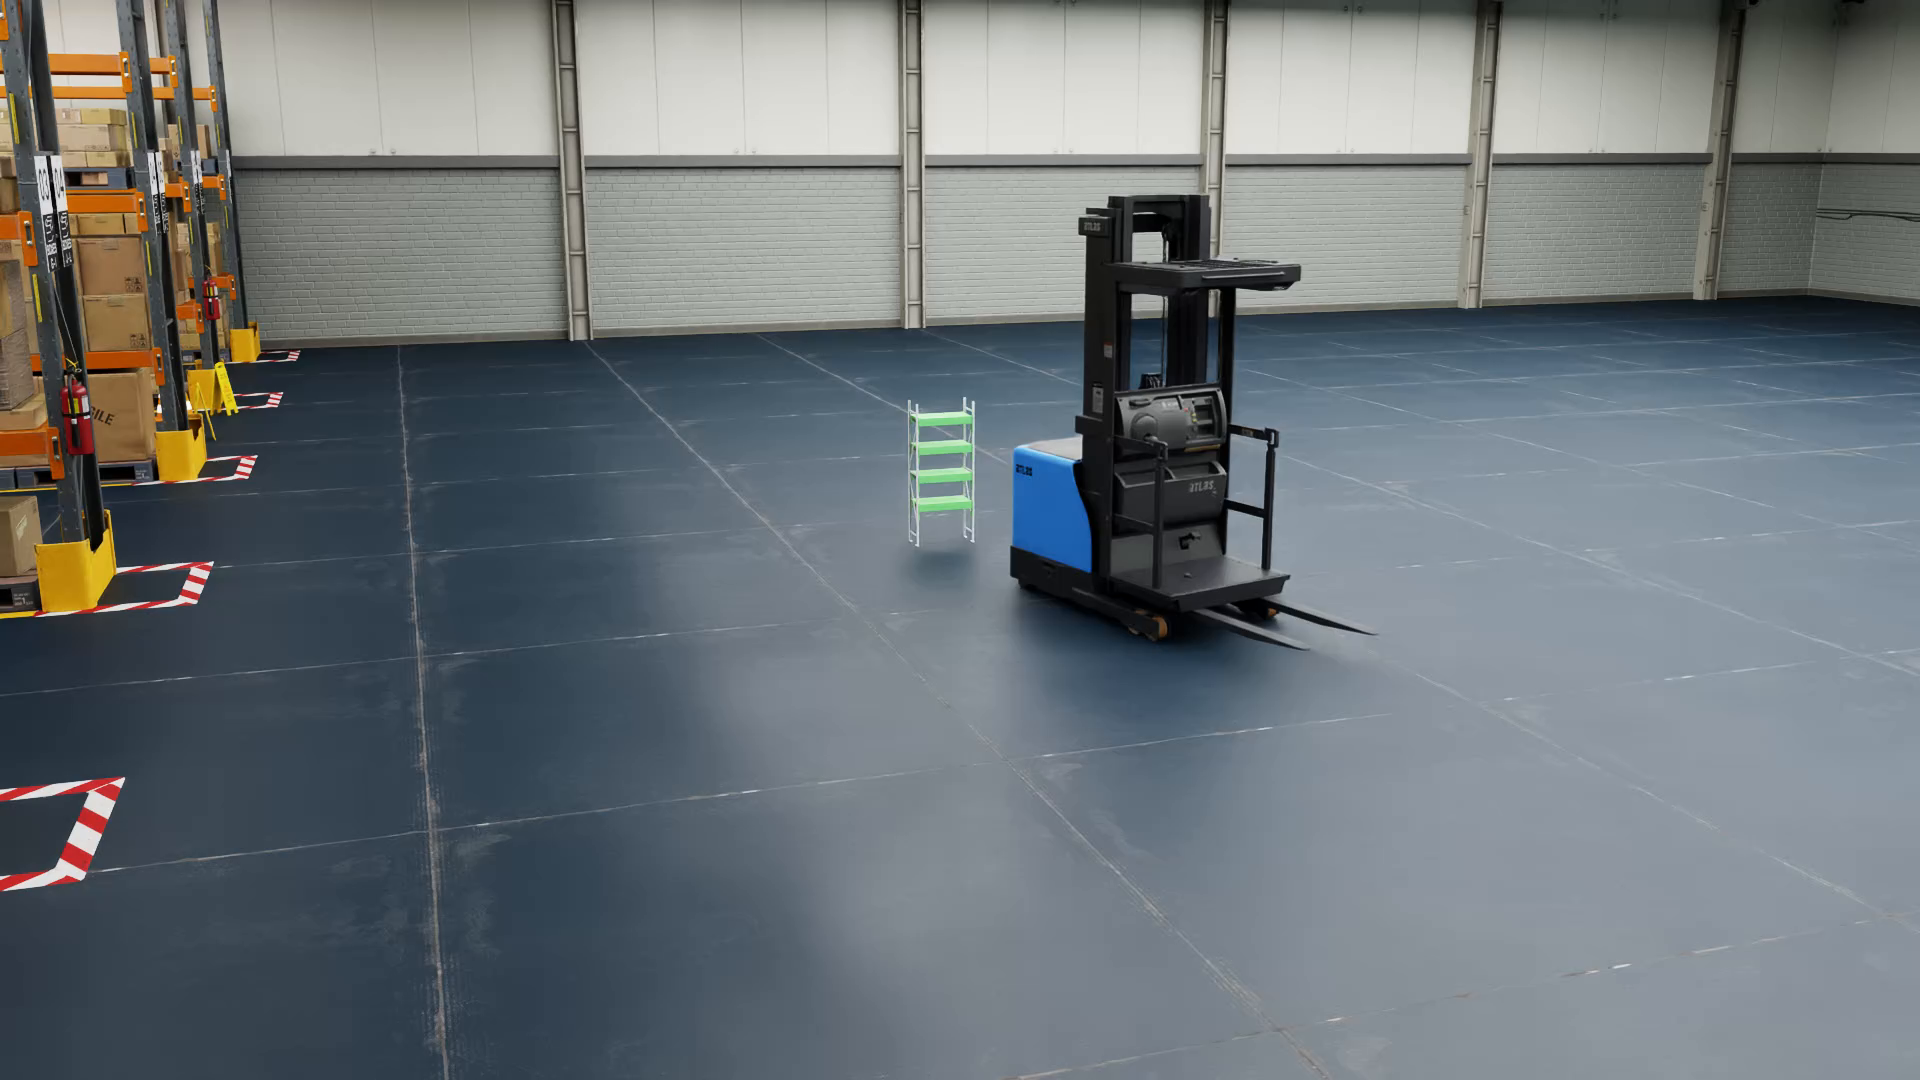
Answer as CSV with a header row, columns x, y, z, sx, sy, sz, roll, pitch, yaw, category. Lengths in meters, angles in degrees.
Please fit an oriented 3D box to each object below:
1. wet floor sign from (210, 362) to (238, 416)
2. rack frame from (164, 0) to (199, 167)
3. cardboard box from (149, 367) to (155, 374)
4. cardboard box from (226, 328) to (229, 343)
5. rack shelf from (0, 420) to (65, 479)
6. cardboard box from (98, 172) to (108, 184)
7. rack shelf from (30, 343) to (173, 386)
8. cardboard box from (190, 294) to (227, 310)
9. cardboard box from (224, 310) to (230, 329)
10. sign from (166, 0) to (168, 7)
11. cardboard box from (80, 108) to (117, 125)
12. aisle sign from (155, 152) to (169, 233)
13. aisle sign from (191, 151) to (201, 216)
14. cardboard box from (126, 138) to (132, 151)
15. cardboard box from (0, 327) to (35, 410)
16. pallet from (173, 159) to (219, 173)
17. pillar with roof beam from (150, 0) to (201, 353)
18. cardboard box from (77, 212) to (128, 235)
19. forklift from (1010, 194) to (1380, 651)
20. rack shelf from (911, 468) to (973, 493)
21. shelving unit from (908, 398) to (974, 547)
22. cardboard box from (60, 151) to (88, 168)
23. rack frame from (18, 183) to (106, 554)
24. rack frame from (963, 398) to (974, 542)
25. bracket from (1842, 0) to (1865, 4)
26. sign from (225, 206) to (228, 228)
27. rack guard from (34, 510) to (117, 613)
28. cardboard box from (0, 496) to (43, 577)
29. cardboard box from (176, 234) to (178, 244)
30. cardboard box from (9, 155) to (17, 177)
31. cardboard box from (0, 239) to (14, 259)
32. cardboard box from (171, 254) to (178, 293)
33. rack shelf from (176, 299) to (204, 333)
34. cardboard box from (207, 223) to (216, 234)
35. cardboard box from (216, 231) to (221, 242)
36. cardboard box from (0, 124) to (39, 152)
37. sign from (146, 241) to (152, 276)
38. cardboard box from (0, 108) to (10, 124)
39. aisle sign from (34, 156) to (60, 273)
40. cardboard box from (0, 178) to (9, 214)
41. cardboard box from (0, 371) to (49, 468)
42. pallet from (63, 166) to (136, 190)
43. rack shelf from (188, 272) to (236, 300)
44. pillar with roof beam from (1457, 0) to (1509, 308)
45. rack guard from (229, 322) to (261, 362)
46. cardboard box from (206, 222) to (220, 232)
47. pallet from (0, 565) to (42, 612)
x,y,z,sx,sy,sz,roll,pitch,yaw,category
-9.182,-1.886,20.679,0.232,0.644,0.267,0,13,1,wet floor sign
-9.704,-6.171,20.640,0.127,3.000,1.000,-4,14,-18,rack frame
-10.380,-2.368,21.028,0.500,0.500,0.500,-4,14,-18,cardboard box
-11.818,-3.214,26.208,0.500,0.250,0.500,-4,14,-18,cardboard box
-8.439,-0.581,11.660,4.000,0.370,1.077,-4,14,-18,rack shelf
-10.441,-4.464,20.489,0.250,0.149,0.380,-4,14,-16,cardboard box
-9.925,-1.677,16.264,4.000,0.370,1.077,-4,14,-18,rack shelf
-11.806,-3.700,26.089,0.500,0.250,0.500,-5,14,-19,cardboard box
-11.802,-3.462,26.167,0.500,0.250,0.500,-4,14,-17,cardboard box
-9.546,-6.579,19.996,0.005,0.325,0.100,-4,14,-18,sign
-8.240,-4.053,15.914,0.250,0.149,0.380,-4,14,-18,cardboard box
-8.058,-3.510,16.800,0.004,0.787,0.394,-4,14,-18,aisle sign
-9.553,-4.458,20.786,0.004,0.787,0.394,-4,14,-18,aisle sign
-10.187,-4.877,20.502,0.250,0.149,0.380,-4,14,-17,cardboard box
-7.073,-1.238,12.006,0.500,0.500,0.875,-4,14,-18,cardboard box
-11.969,-5.711,25.378,1.213,0.211,1.003,-4,14,-18,pallet
-10.865,-6.462,21.861,0.400,9.000,9.100,-4,14,-18,pillar with roof beam
-10.600,-3.811,20.663,0.500,0.500,0.700,-4,14,-18,cardboard box
1.600,-0.865,11.444,1.130,2.935,3.031,-8,16,-32,forklift
-0.157,-0.509,13.967,0.480,0.148,0.258,-4,14,-18,rack shelf
-0.157,-0.571,13.953,0.503,1.200,0.258,-4,14,-18,shelving unit
-8.475,-3.647,15.930,0.250,0.149,0.380,-4,14,-18,cardboard box
-6.543,-1.079,12.197,0.127,3.000,1.000,-4,14,-18,rack frame
0.074,-0.590,14.028,0.015,1.200,0.240,-4,14,-18,rack frame
18.948,-11.499,35.260,0.430,0.232,0.235,-4,14,-18,bracket
-11.131,-4.899,25.244,0.005,0.325,0.100,-4,14,-18,sign
-6.615,0.143,12.463,0.348,0.500,1.175,-4,14,-18,rack guard
-7.140,-0.025,12.259,0.500,0.500,0.500,-2,14,-8,cardboard box
-12.028,-4.587,25.327,0.250,0.149,0.380,-4,14,-17,cardboard box
-6.878,-2.690,11.949,0.250,0.149,0.380,-5,14,-18,cardboard box
-9.459,-2.681,16.276,0.550,0.550,0.875,-4,14,-18,cardboard box
-10.130,-3.345,20.866,0.500,0.500,0.500,-5,14,-19,cardboard box
-11.599,-2.755,20.797,4.000,0.370,1.077,-4,14,-18,rack shelf
-11.563,-4.777,25.484,0.250,0.149,0.380,-4,14,-18,cardboard box
-11.695,-4.737,25.957,0.250,0.149,0.380,-5,14,-20,cardboard box
-8.878,-3.824,15.813,0.500,0.250,0.500,-4,14,-18,cardboard box
-7.869,-2.733,16.136,0.005,0.325,0.100,-4,14,-18,sign
-8.965,-3.996,15.676,0.250,0.149,0.380,-4,14,-17,cardboard box
-6.389,-2.283,11.639,0.004,0.787,0.394,-4,14,-18,aisle sign
-6.919,-2.374,11.483,0.500,0.250,0.500,-4,14,-17,cardboard box
-9.484,-1.215,16.453,0.875,0.875,0.875,-5,14,-19,cardboard box
-8.729,-3.533,16.225,1.213,0.211,1.003,-4,14,-18,pallet
-13.186,-3.843,25.373,4.000,0.370,1.077,-4,14,-18,rack shelf
11.882,-8.233,29.308,0.548,9.000,9.100,-4,14,-18,pillar with roof beam
-11.268,-3.127,26.207,0.348,0.500,1.175,-4,14,-18,rack guard
-11.677,-4.872,25.882,0.250,0.149,0.380,-5,14,-19,cardboard box
-7.396,0.335,12.277,1.213,0.211,1.003,-4,14,-18,pallet
